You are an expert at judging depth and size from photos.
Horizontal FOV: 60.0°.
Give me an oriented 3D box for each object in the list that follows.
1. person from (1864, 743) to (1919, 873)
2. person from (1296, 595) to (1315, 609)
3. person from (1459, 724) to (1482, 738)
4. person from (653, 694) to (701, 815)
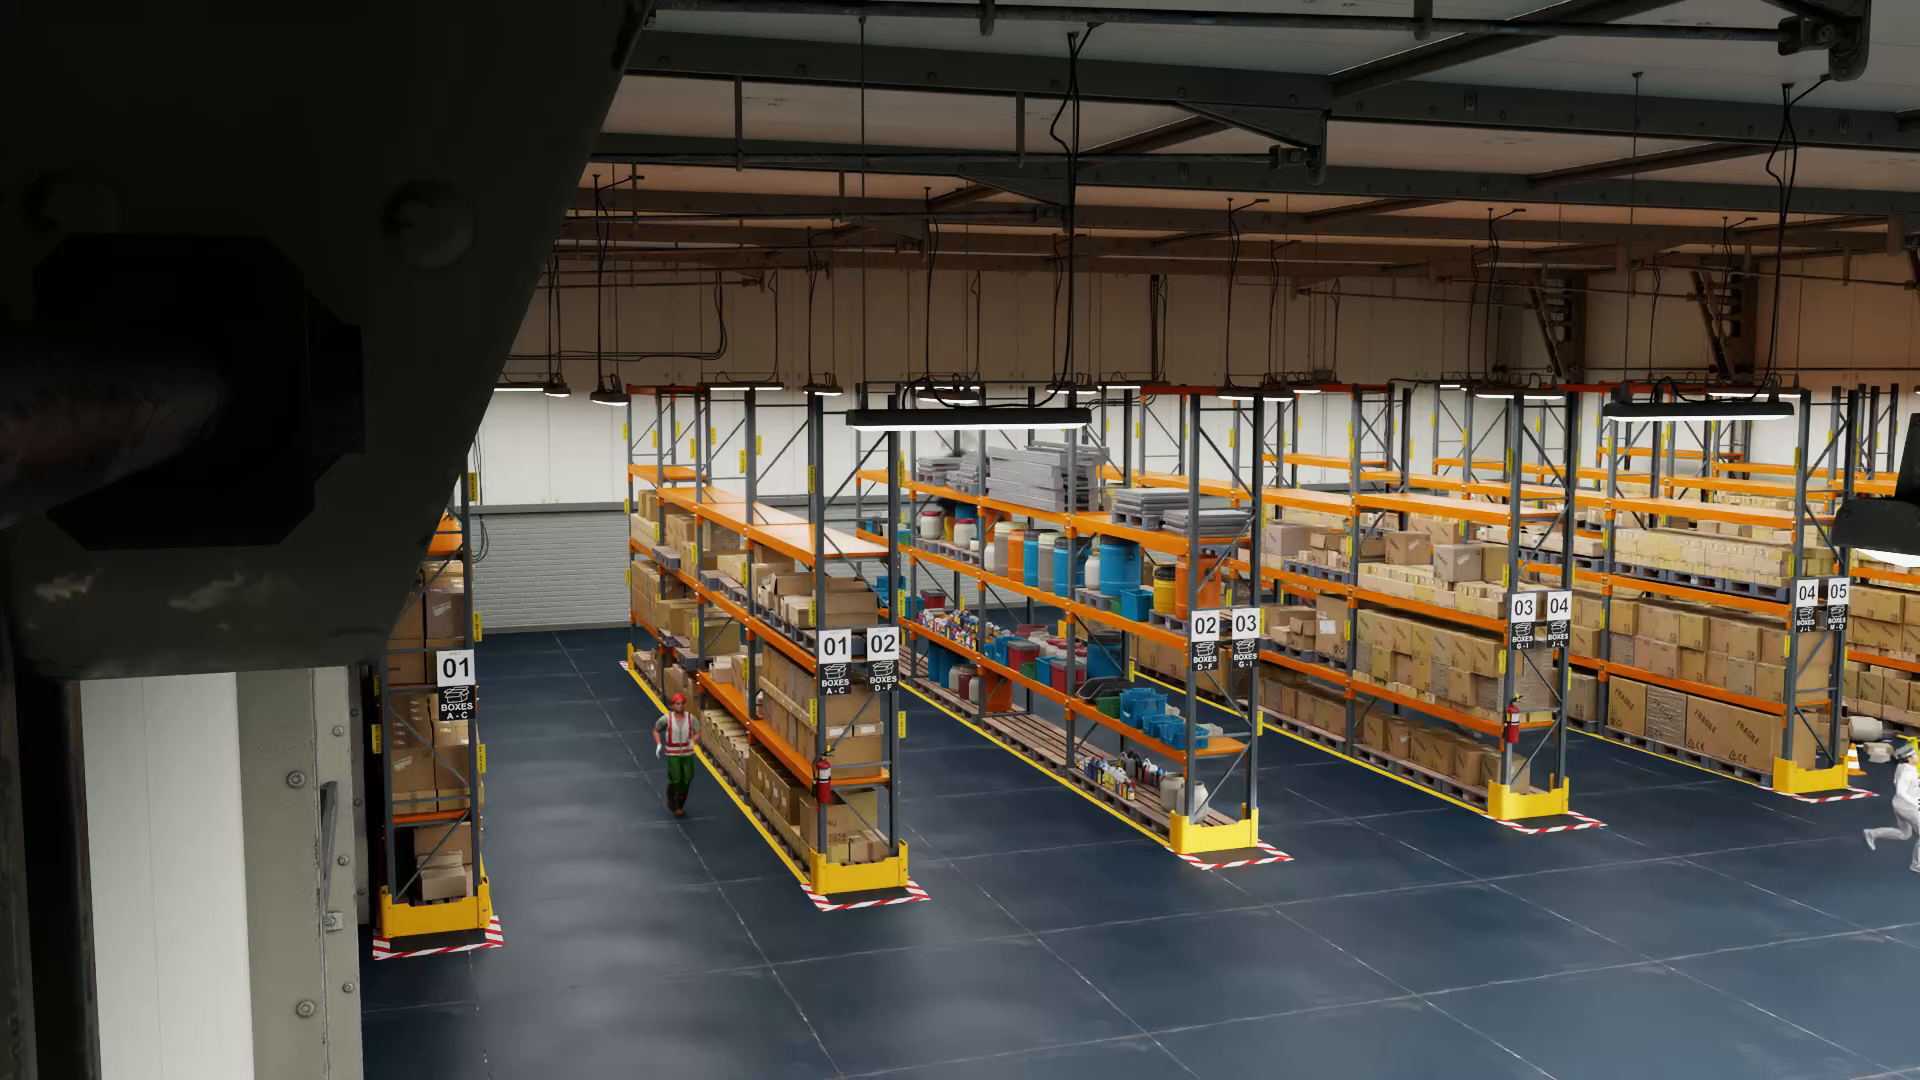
[{"bbox_3d":[11.898,3.371,20.959,0.758,1.662,0.616,2,6,15],"label":"person"},{"bbox_3d":[8.694,1.149,42.114,0.862,1.716,0.567,-3,7,-30],"label":"person"},{"bbox_3d":[8.908,2.535,28.627,0.655,1.823,0.745,-5,8,-38],"label":"person"},{"bbox_3d":[-3.945,3.039,23.423,0.646,1.744,0.598,-2,6,-22],"label":"person"}]
